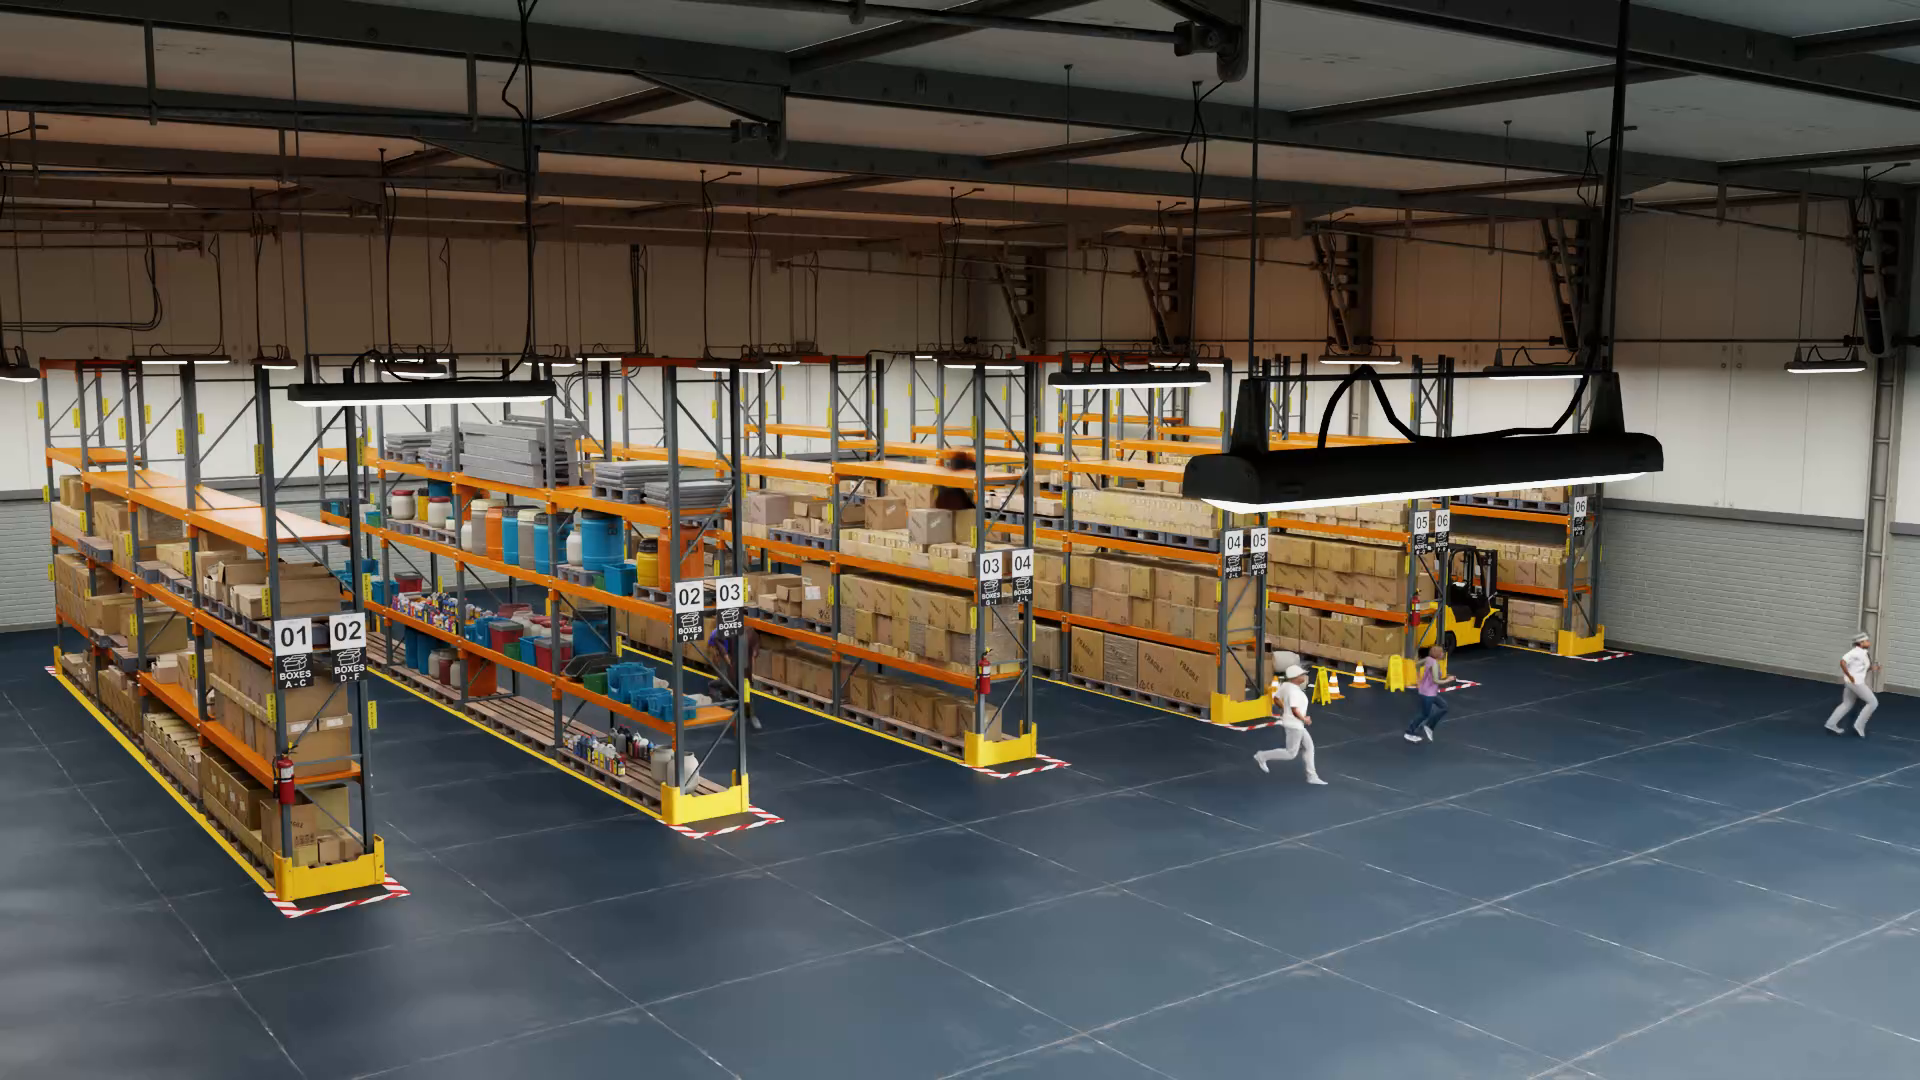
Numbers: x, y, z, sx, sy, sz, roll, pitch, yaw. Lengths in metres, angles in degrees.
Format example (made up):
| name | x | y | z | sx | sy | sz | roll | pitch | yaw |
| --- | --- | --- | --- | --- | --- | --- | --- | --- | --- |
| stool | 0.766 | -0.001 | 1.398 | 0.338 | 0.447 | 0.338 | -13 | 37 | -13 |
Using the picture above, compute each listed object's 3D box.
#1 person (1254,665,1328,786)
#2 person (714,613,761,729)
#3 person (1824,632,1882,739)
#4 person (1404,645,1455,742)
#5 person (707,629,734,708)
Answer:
| name | x | y | z | sx | sy | sz | roll | pitch | yaw |
| --- | --- | --- | --- | --- | --- | --- | --- | --- | --- |
| person | 4.726 | 2.652 | 23.675 | 1.066 | 1.754 | 0.675 | 1 | 7 | 6 |
| person | -3.522 | 2.032 | 26.589 | 1.201 | 1.811 | 0.674 | 7 | 10 | 44 |
| person | 14.326 | 2.313 | 26.647 | 0.747 | 1.718 | 0.559 | 3 | 8 | 25 |
| person | 7.371 | 2.408 | 26.077 | 0.737 | 1.552 | 0.567 | 1 | 7 | 10 |
| person | -4.113 | 2.088 | 28.845 | 0.582 | 1.618 | 0.578 | -6 | 9 | -41 |
